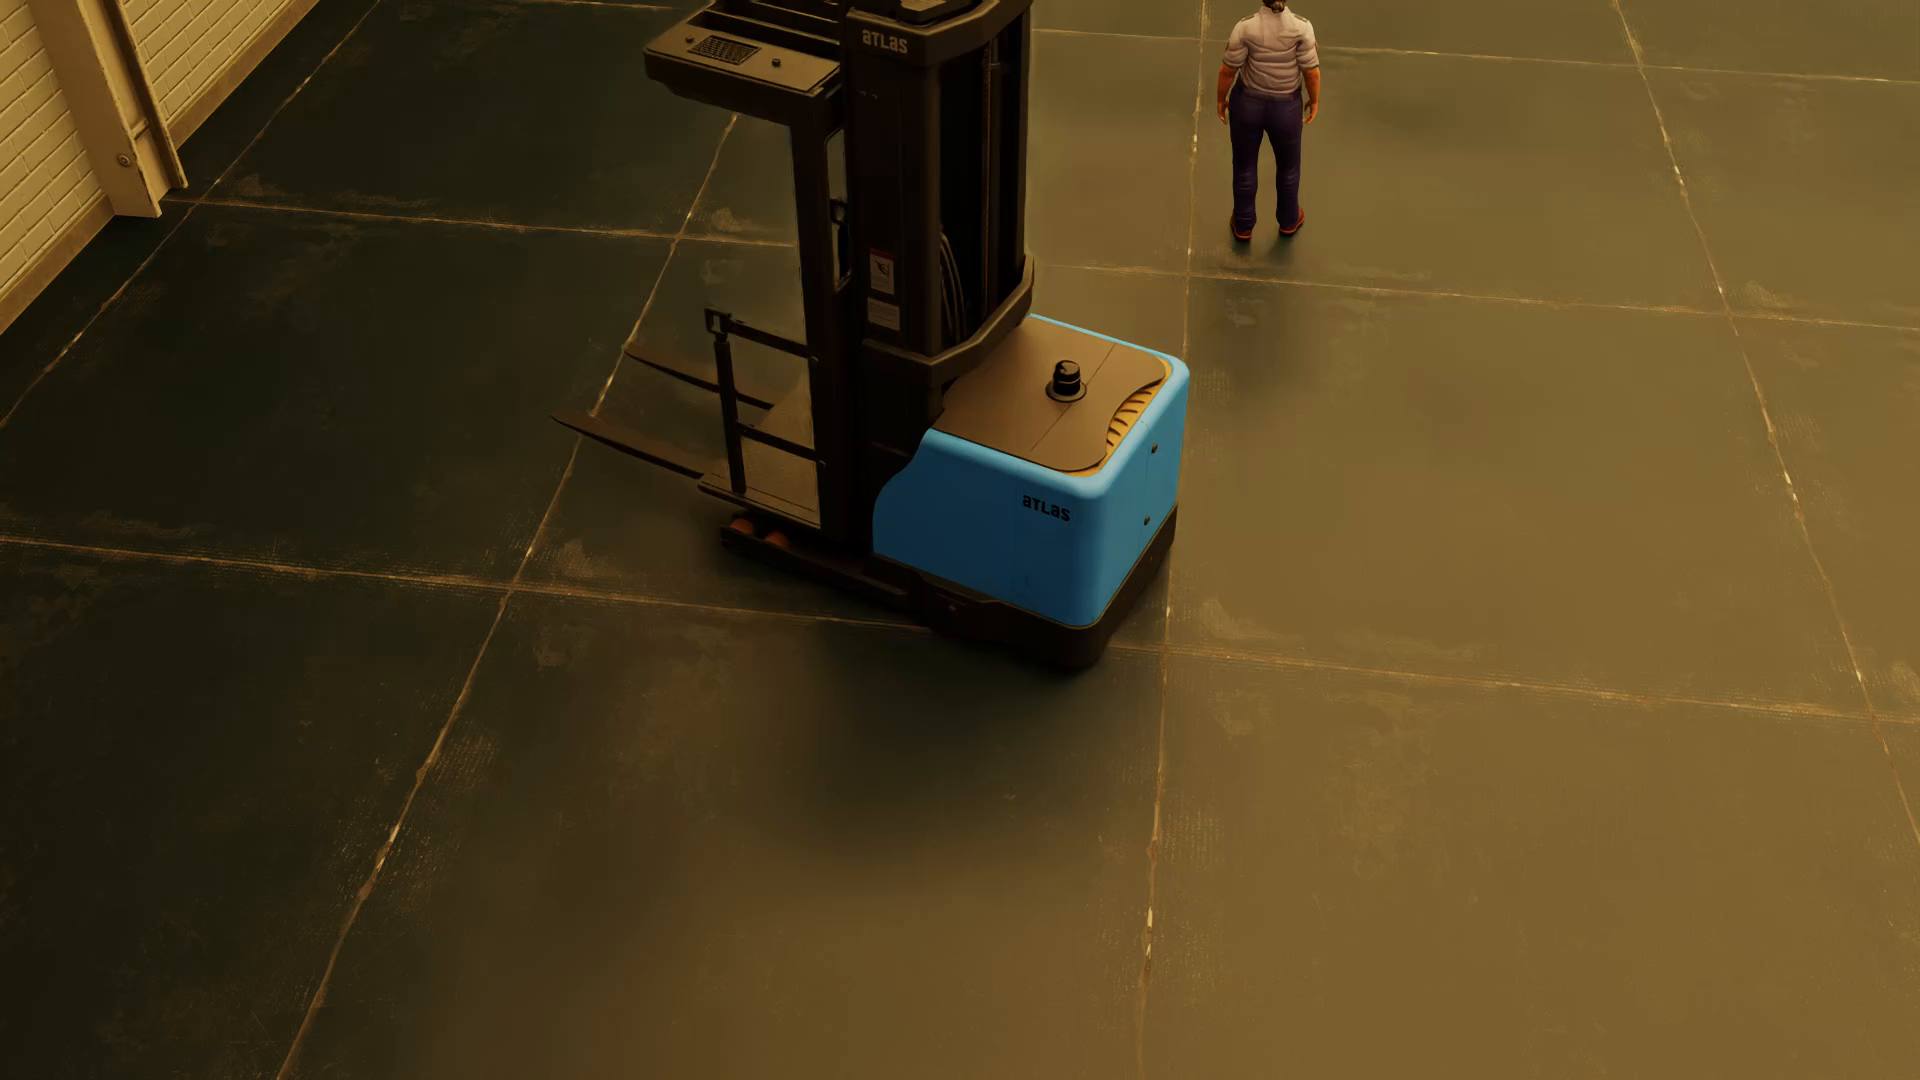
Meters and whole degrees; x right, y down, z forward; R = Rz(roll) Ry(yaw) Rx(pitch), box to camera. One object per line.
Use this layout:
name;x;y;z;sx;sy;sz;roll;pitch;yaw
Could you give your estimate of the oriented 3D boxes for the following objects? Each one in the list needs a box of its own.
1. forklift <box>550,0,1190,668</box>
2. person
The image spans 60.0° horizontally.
forklift;-0.542;-1.247;7.082;3.031;2.935;1.130;20;46;20
person;1.740;-2.457;9.337;0.598;1.651;0.502;7;43;8
